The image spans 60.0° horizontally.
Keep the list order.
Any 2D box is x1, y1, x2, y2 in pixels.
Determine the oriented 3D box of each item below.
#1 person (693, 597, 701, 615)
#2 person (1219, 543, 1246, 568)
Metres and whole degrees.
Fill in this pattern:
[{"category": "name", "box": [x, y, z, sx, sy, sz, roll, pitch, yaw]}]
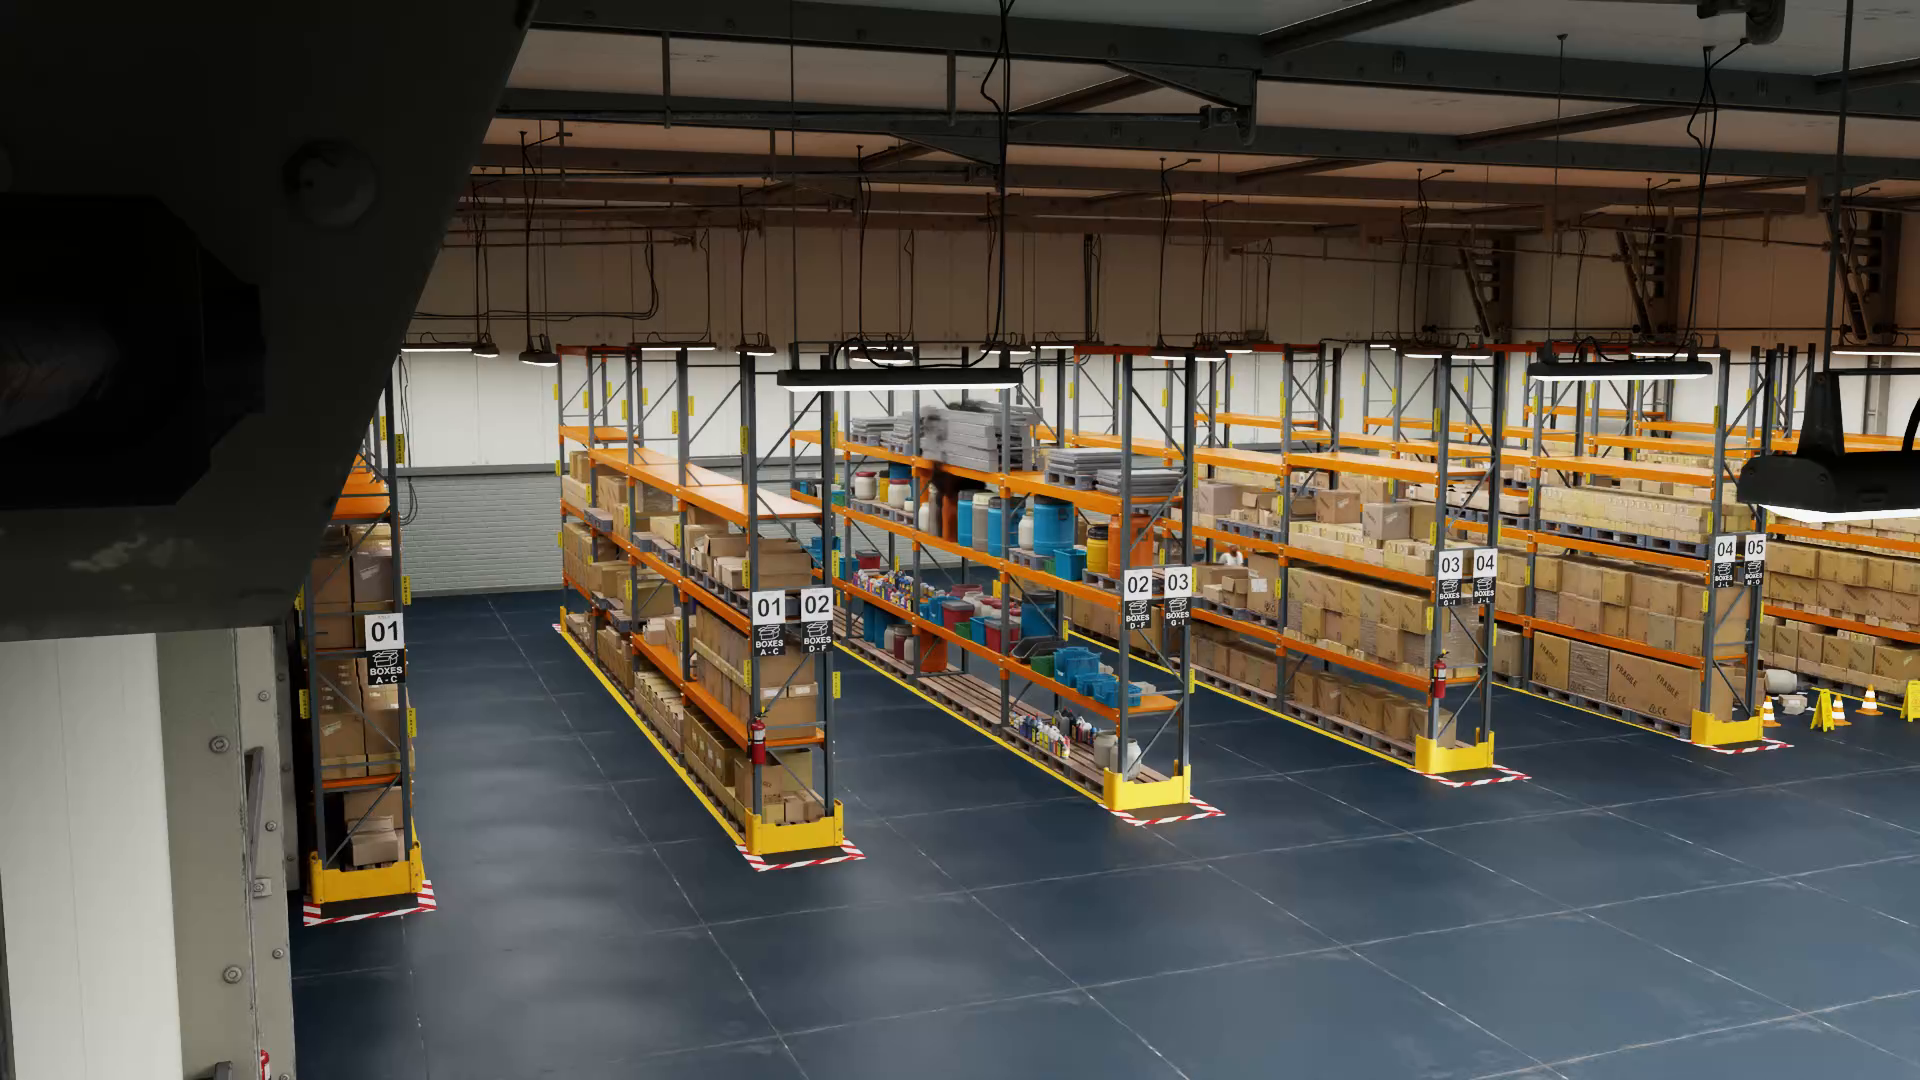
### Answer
[{"category": "person", "box": [-5.385, 1.254, 33.826, 0.608, 1.628, 0.621, -4, 8, -30]}, {"category": "person", "box": [5.919, 0.874, 36.235, 0.683, 1.764, 0.742, -3, 8, -21]}]
